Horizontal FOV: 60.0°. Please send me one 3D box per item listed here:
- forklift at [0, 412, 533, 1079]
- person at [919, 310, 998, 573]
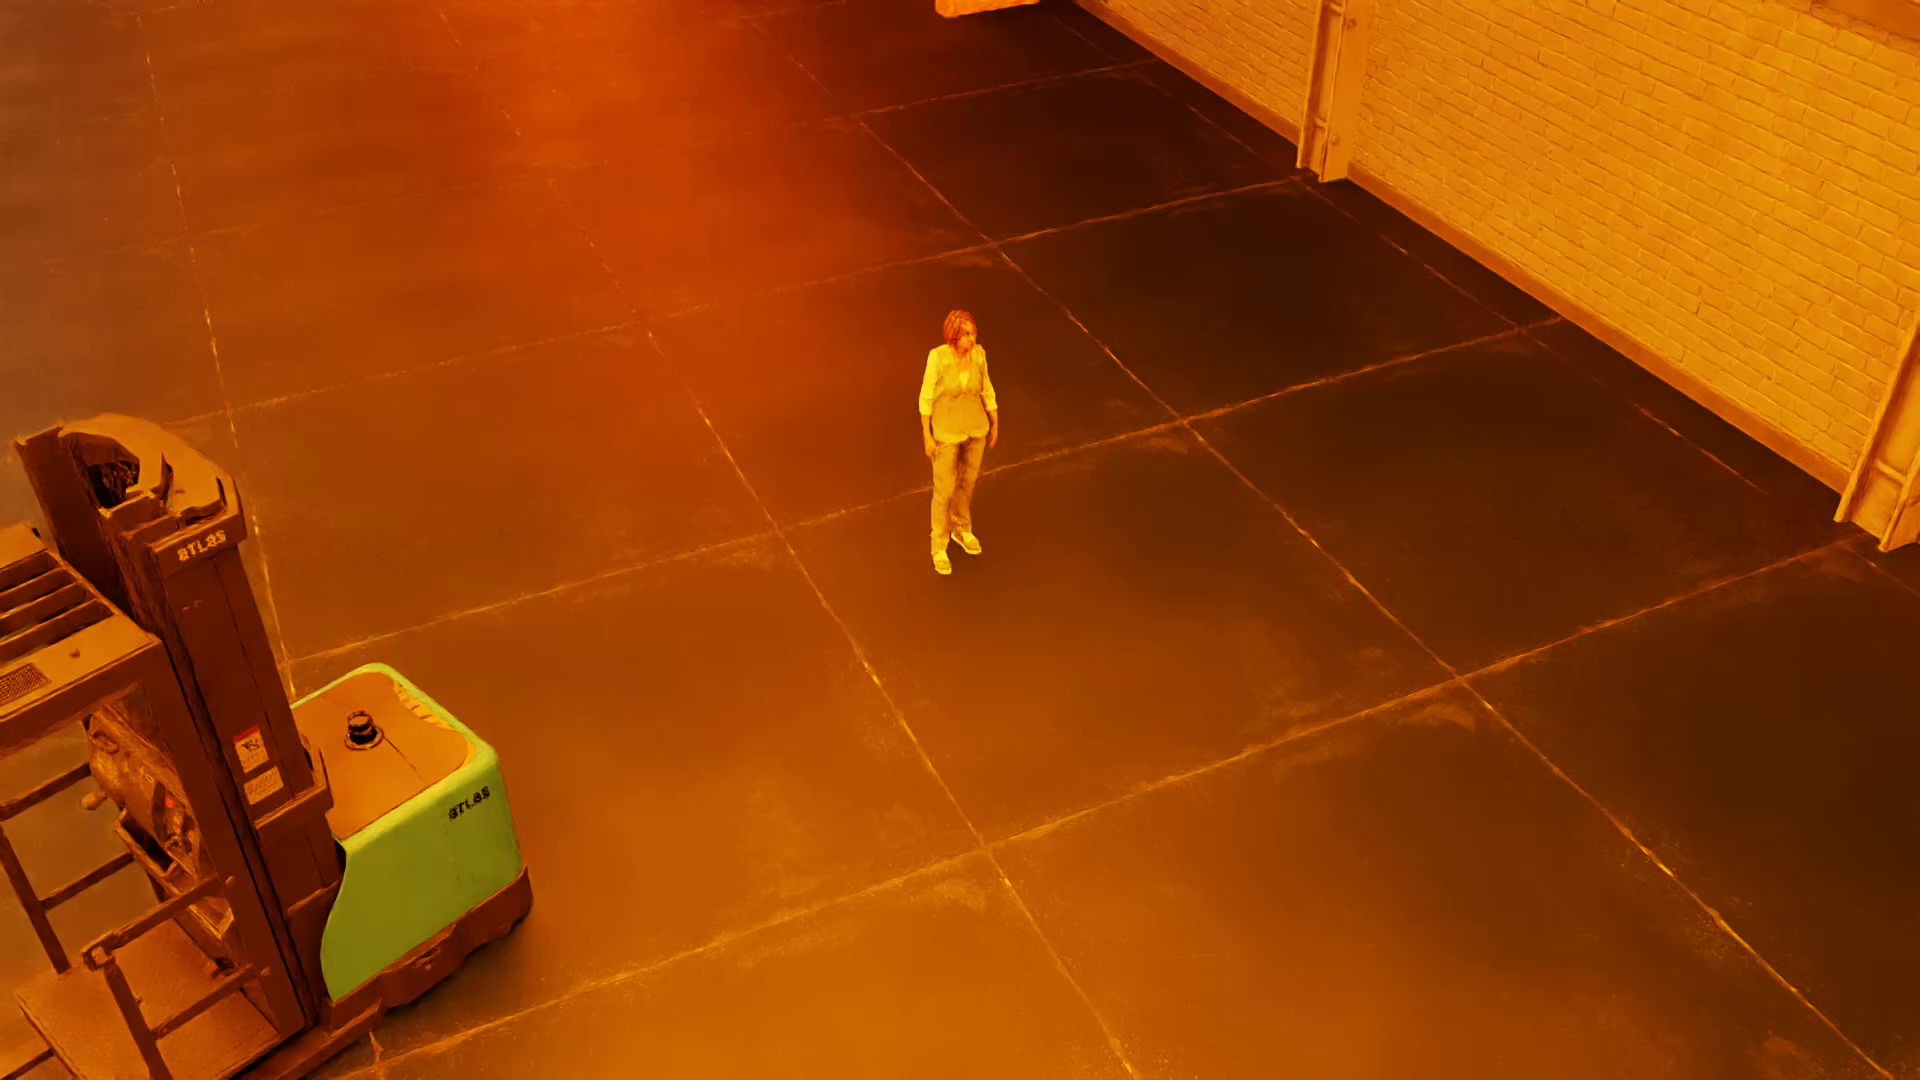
[{"bbox_3d":[-3.425,1.095,6.591,1.130,2.935,3.031,28,45,32],"label":"forklift"},{"bbox_3d":[0.019,-0.601,9.959,0.521,1.597,0.474,-16,40,-20],"label":"person"}]
